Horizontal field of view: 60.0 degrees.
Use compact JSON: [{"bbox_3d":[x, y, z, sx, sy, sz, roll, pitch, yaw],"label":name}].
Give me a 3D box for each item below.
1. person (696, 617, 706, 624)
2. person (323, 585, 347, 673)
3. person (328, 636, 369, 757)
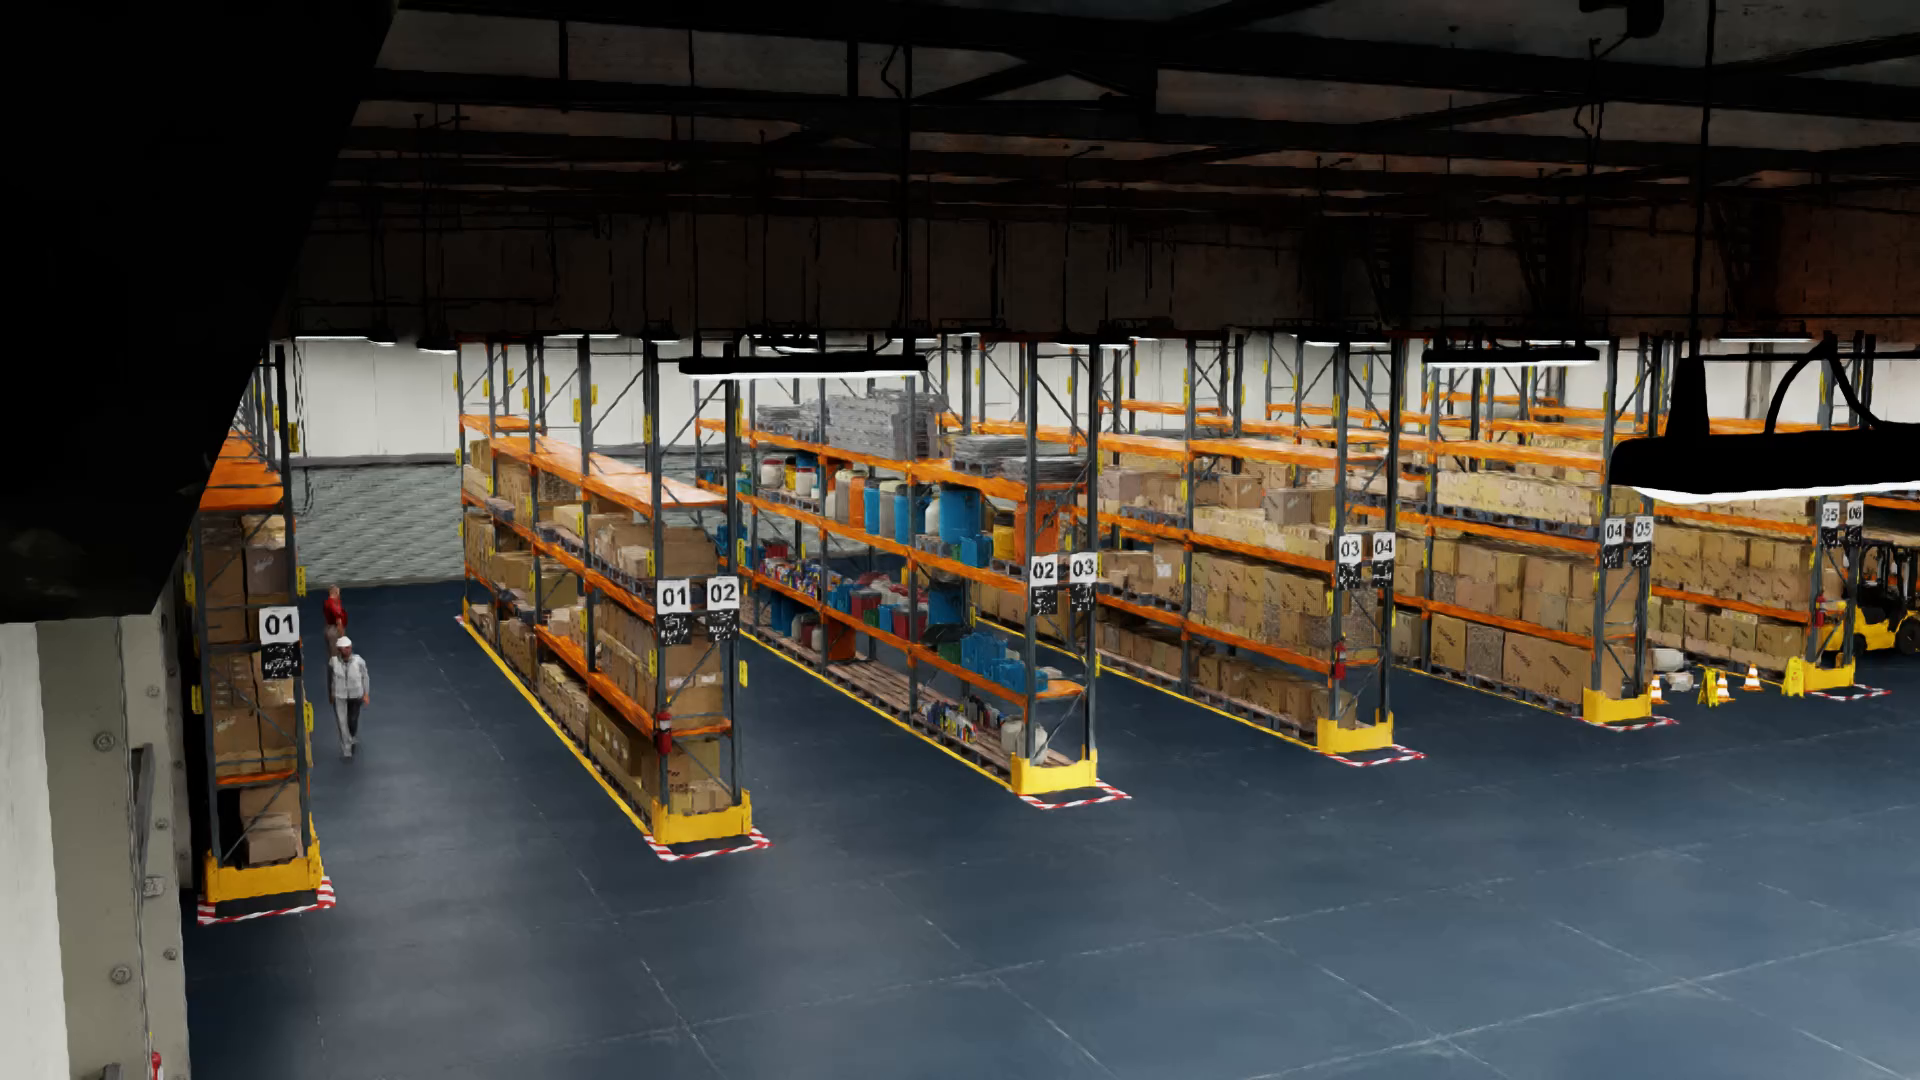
[{"bbox_3d":[-4.989,1.281,31.178,0.677,1.742,0.552,-4,9,-26],"label":"person"},{"bbox_3d":[-10.707,1.618,28.545,0.406,1.731,0.657,-7,10,-41],"label":"person"},{"bbox_3d":[-8.869,2.234,24.143,0.555,1.725,1.029,-4,9,-25],"label":"person"}]
